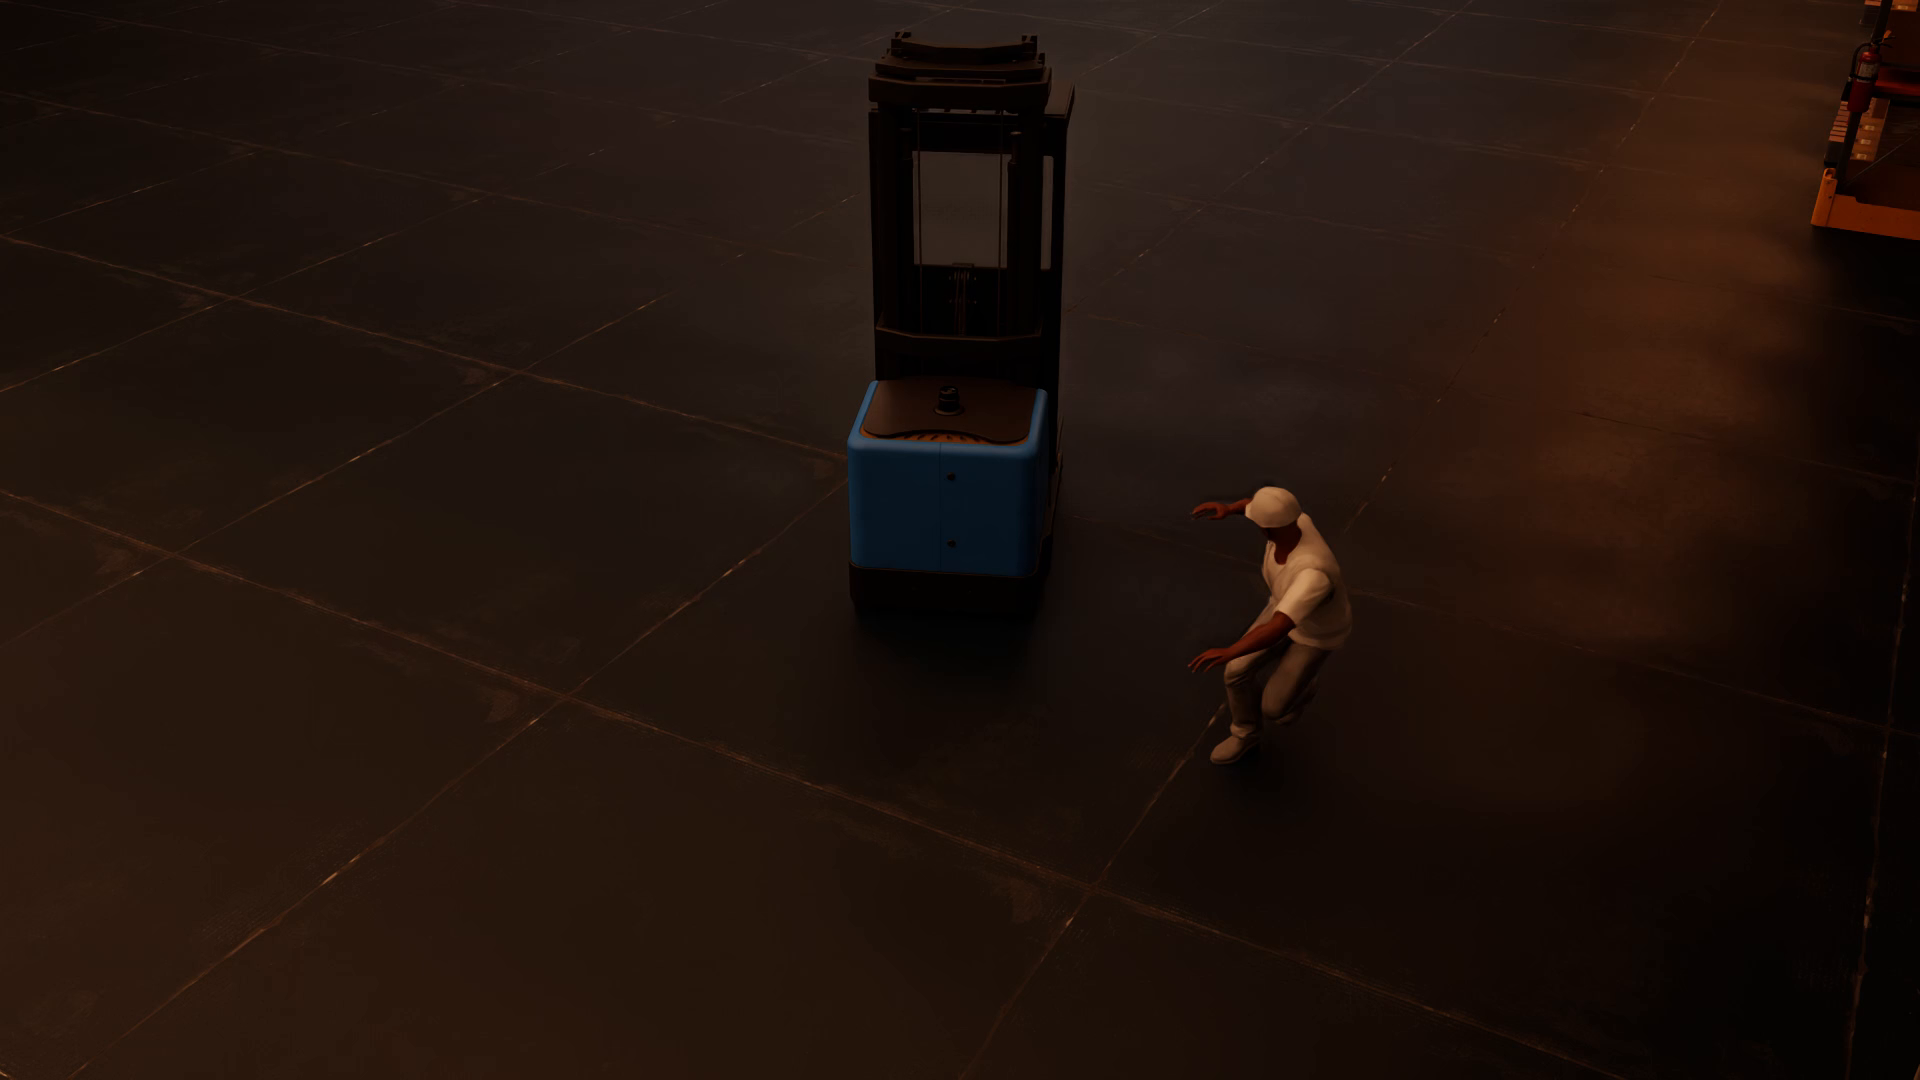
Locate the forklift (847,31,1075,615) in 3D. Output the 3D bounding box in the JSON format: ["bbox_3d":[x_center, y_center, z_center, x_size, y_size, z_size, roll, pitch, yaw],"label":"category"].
[{"bbox_3d":[0.072,-1.572,9.794,1.130,2.935,3.031,3,30,6],"label":"forklift"}]

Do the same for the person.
[{"bbox_3d":[1.334,0.396,7.844,1.100,1.481,0.850,-19,35,-30],"label":"person"}]
